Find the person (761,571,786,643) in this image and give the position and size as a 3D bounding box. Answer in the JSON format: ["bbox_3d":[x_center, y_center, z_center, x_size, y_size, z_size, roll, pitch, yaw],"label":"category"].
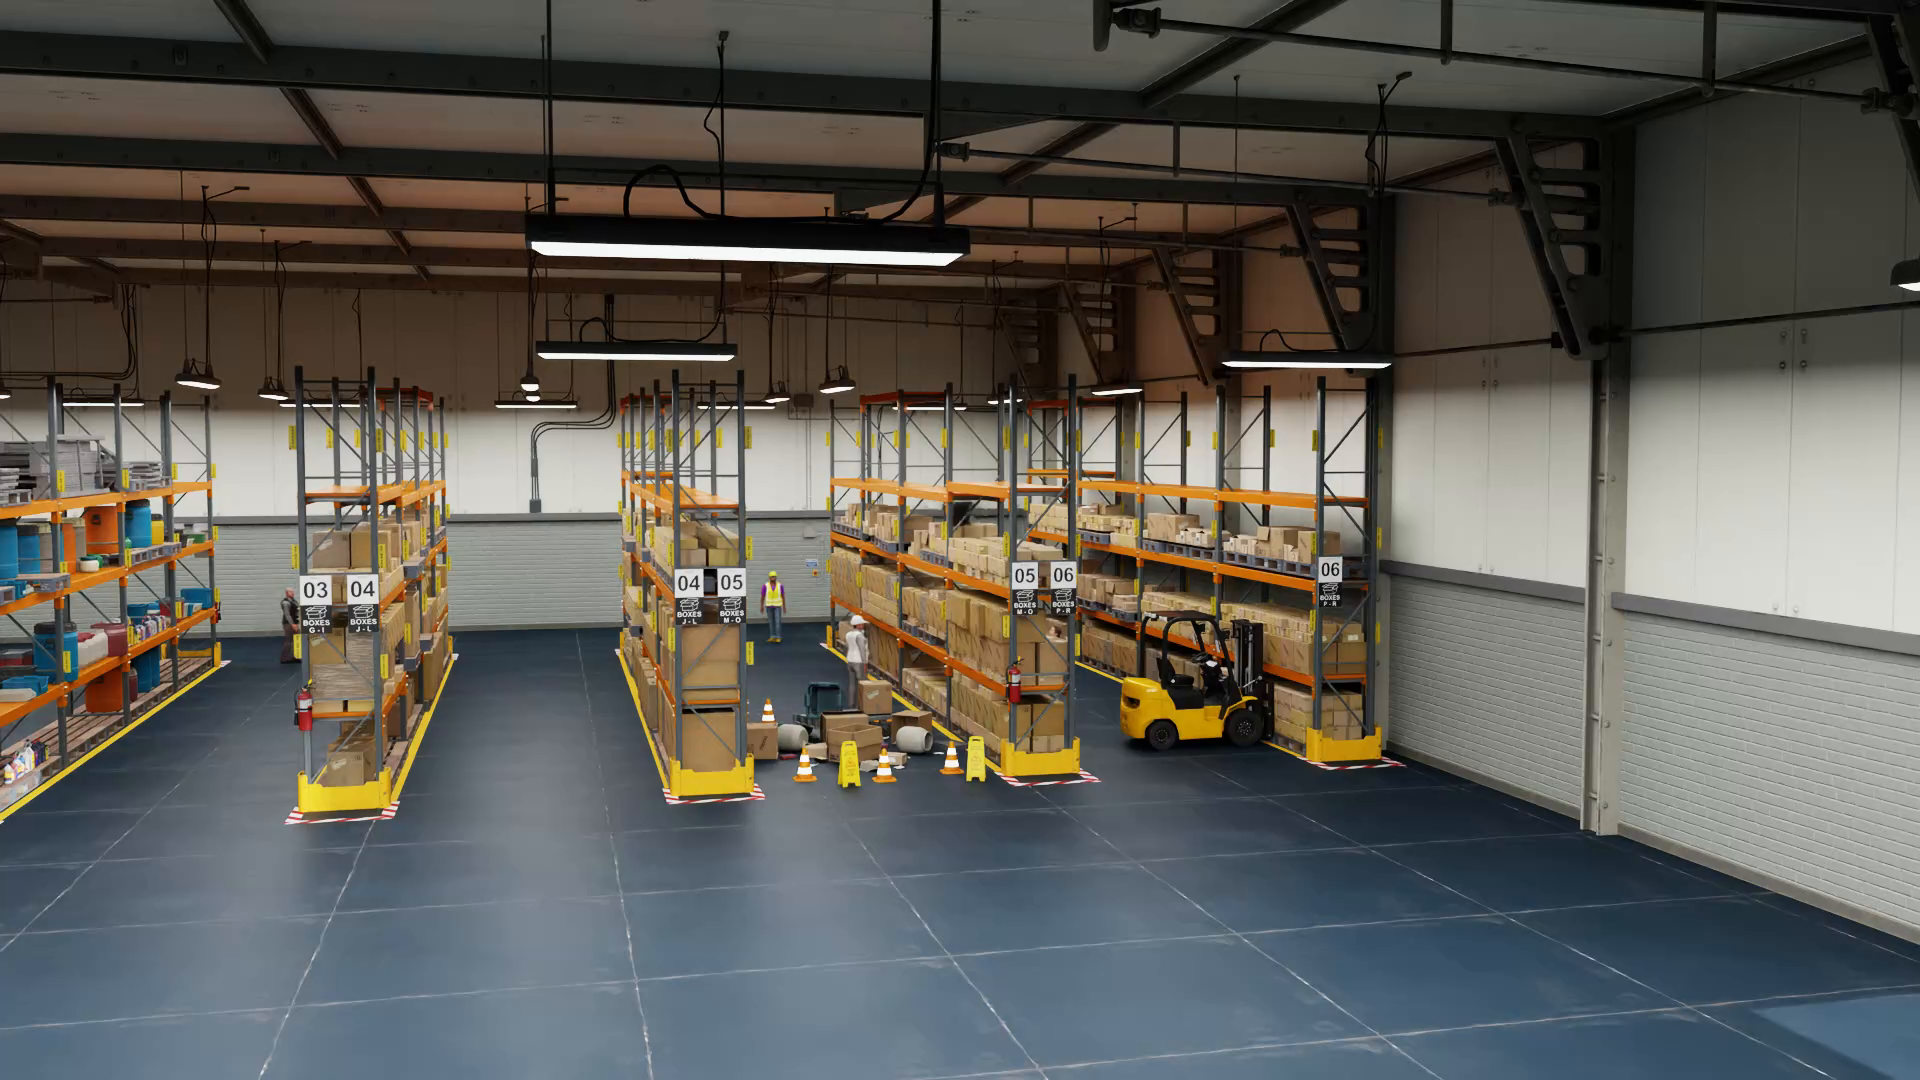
[{"bbox_3d":[-4.630,1.659,41.301,0.619,1.771,0.425,1,3,12],"label":"person"}]

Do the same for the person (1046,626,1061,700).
[{"bbox_3d":[1.590,2.391,30.261,0.480,1.623,0.515,1,3,11],"label":"person"}]

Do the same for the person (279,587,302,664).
[{"bbox_3d":[-14.936,1.948,37.184,0.567,1.787,0.579,-2,4,-25],"label":"person"}]

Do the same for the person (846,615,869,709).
[{"bbox_3d":[-1.870,2.274,30.673,0.394,1.776,0.588,-3,4,-37],"label":"person"}]
